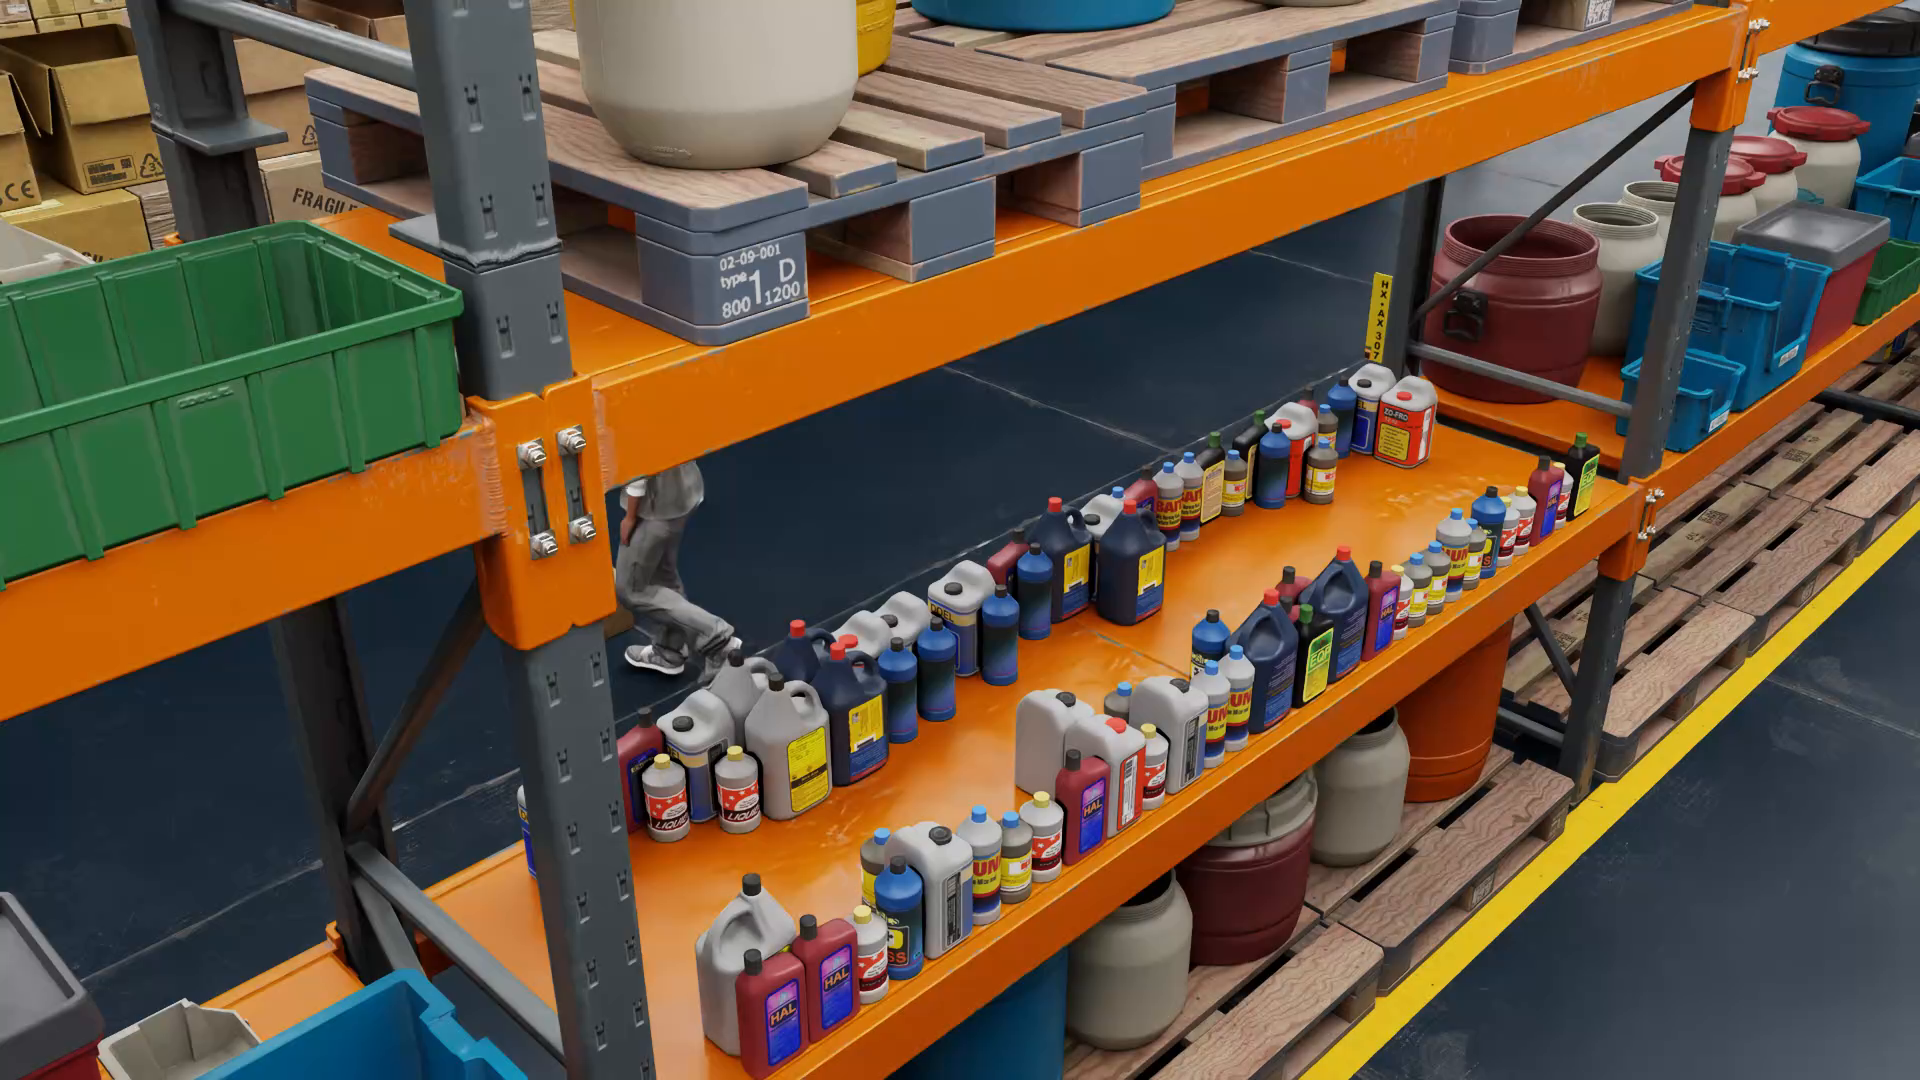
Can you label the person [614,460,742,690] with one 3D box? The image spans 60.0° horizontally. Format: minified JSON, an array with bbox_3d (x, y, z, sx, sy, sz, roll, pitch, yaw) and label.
[{"bbox_3d":[-1.112,-0.136,6.352,0.580,1.580,0.441,6,29,12],"label":"person"}]
